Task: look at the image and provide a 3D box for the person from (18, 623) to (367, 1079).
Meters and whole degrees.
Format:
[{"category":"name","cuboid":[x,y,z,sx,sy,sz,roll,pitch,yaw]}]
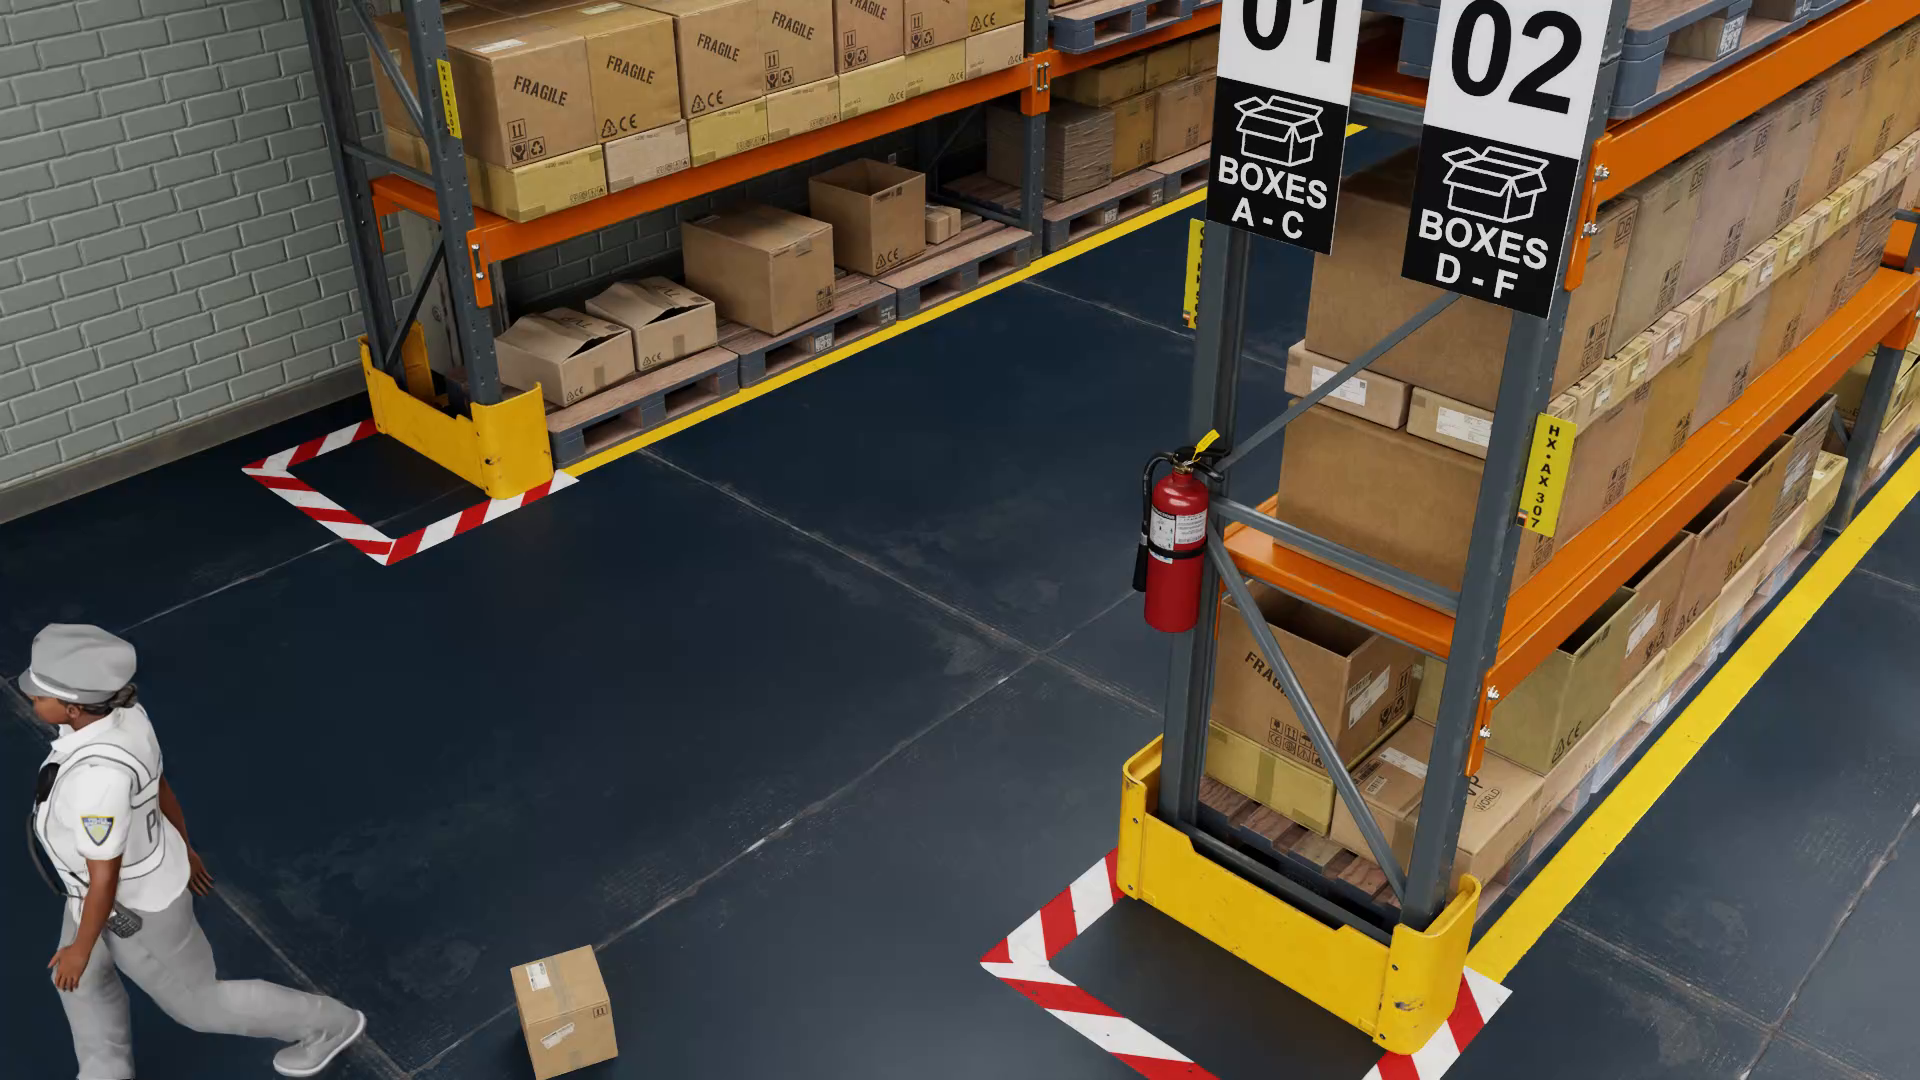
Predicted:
[{"category":"person","cuboid":[-2.256,0.942,4.553,0.957,1.642,0.441,-14,34,-21]}]
